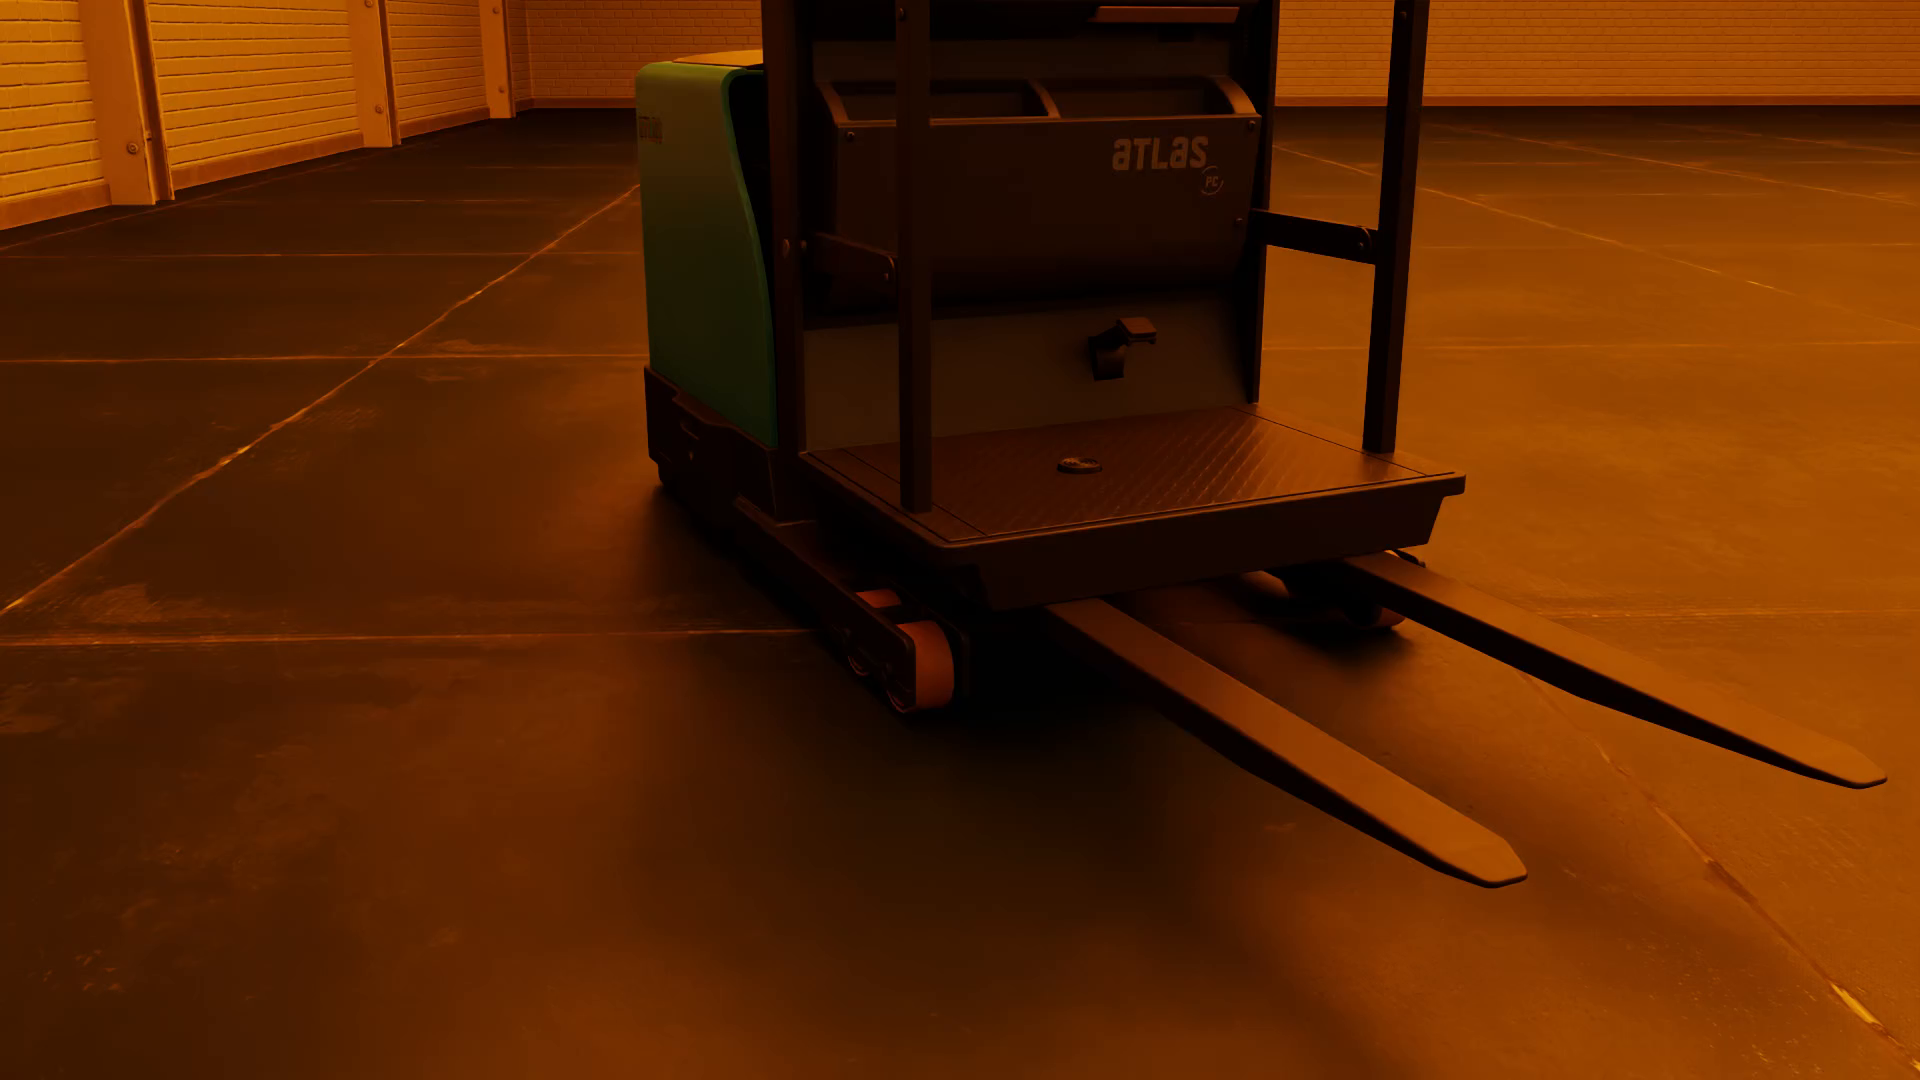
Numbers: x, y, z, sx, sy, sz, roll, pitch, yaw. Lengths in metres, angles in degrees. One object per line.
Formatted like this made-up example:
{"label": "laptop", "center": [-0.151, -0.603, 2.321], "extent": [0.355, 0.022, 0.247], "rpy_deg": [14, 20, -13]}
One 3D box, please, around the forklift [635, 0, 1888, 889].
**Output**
{"label": "forklift", "center": [0.258, -1.240, 2.962], "extent": [1.130, 2.935, 3.031], "rpy_deg": [-8, 19, -24]}
